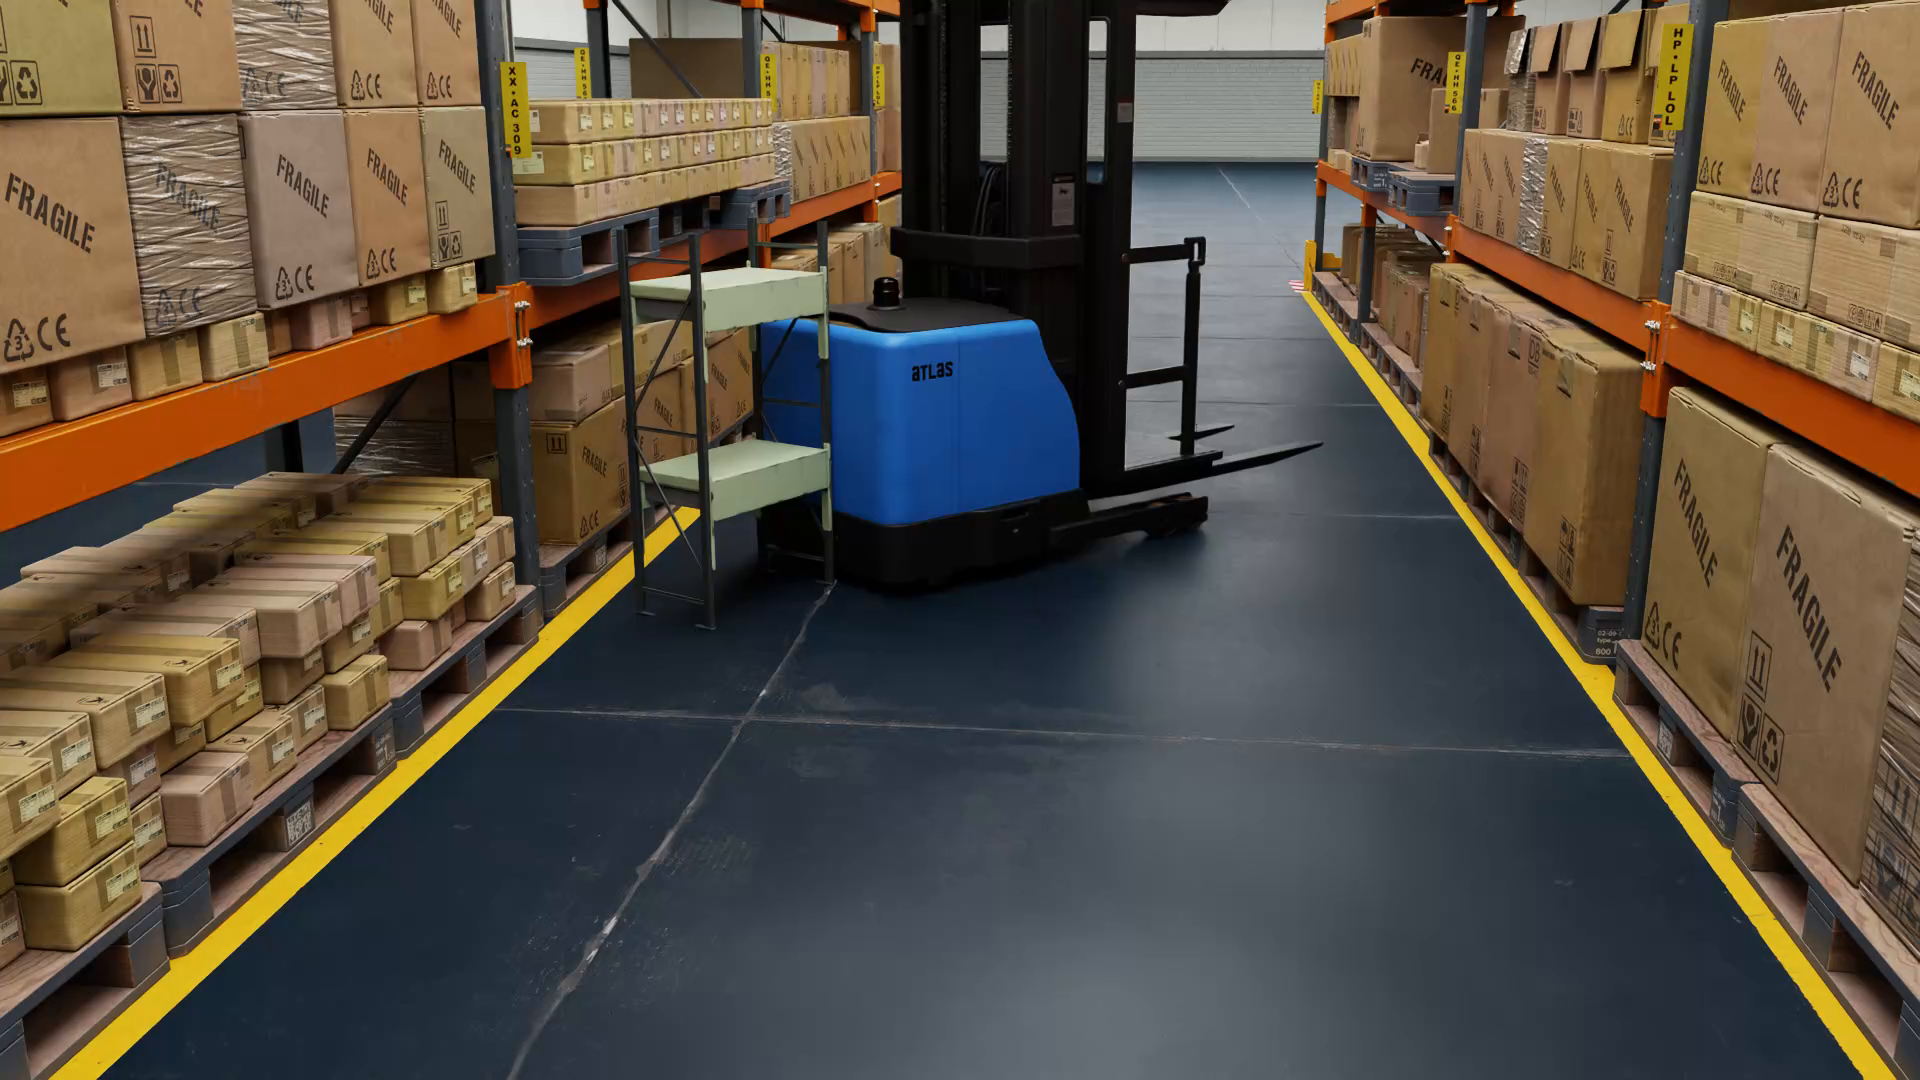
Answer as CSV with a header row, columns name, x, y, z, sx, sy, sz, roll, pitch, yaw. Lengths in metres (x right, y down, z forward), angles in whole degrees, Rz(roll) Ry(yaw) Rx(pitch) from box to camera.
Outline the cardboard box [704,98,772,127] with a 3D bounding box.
name,x,y,z,sx,sy,sz,roll,pitch,yaw
cardboard box,-1.254,-2.375,9.234,0.380,0.149,0.250,1,15,4

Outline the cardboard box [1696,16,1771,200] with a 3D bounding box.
name,x,y,z,sx,sy,sz,roll,pitch,yaw
cardboard box,2.503,-1.253,4.831,0.500,0.500,0.500,2,15,6

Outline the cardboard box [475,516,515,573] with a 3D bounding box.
name,x,y,z,sx,sy,sz,roll,pitch,yaw
cardboard box,-1.825,0.012,5.959,0.380,0.149,0.250,2,15,7

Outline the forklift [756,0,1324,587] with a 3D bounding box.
name,x,y,z,sx,sy,sz,roll,pitch,yaw
forklift,0.538,-1.519,7.664,3.031,2.935,1.130,-13,20,-39

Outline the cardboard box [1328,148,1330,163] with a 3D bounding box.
name,x,y,z,sx,sy,sz,roll,pitch,yaw
cardboard box,3.849,-3.797,16.438,0.380,0.149,0.250,2,15,6

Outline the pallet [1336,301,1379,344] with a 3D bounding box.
name,x,y,z,sx,sy,sz,roll,pitch,yaw
pallet,3.755,-1.841,14.065,1.003,0.211,1.213,2,15,6

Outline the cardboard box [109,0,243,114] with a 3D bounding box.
name,x,y,z,sx,sy,sz,roll,pitch,yaw
cardboard box,-2.057,-1.252,3.870,0.500,0.500,0.500,1,15,4

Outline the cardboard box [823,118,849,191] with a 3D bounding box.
name,x,y,z,sx,sy,sz,roll,pitch,yaw
cardboard box,-1.110,-2.827,12.178,0.500,0.500,0.500,2,15,7

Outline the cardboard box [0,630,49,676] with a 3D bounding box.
name,x,y,z,sx,sy,sz,roll,pitch,yaw
cardboard box,-2.554,0.334,4.198,0.380,0.149,0.250,1,15,4

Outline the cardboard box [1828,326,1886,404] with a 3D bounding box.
name,x,y,z,sx,sy,sz,roll,pitch,yaw
cardboard box,2.302,-0.412,3.922,0.380,0.149,0.250,2,15,7

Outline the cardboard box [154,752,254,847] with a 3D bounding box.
name,x,y,z,sx,sy,sz,roll,pitch,yaw
cardboard box,-2.024,0.646,4.182,0.380,0.149,0.250,1,15,4

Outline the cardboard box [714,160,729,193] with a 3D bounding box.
name,x,y,z,sx,sy,sz,roll,pitch,yaw
cardboard box,-1.372,-1.821,8.327,0.380,0.149,0.250,1,15,4

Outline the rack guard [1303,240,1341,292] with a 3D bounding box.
name,x,y,z,sx,sy,sz,roll,pitch,yaw
rack guard,4.157,-2.823,17.143,1.175,0.500,0.348,2,15,6

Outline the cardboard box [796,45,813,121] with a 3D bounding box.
name,x,y,z,sx,sy,sz,roll,pitch,yaw
cardboard box,-1.425,-3.190,11.608,0.700,0.500,0.500,2,15,6

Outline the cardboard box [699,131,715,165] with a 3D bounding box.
name,x,y,z,sx,sy,sz,roll,pitch,yaw
cardboard box,-1.401,-1.895,8.032,0.380,0.149,0.250,2,15,8

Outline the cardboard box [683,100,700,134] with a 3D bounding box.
name,x,y,z,sx,sy,sz,roll,pitch,yaw
cardboard box,-1.432,-1.972,7.744,0.380,0.149,0.250,2,15,8

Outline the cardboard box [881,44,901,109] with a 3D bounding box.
name,x,y,z,sx,sy,sz,roll,pitch,yaw
cardboard box,-0.983,-4.154,14.923,0.875,0.550,0.550,2,15,6

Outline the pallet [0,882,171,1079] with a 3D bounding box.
name,x,y,z,sx,sy,sz,roll,pitch,yaw
pallet,-2.422,1.045,3.393,1.003,0.211,1.213,2,15,6

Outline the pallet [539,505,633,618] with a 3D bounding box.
name,x,y,z,sx,sy,sz,roll,pitch,yaw
pallet,-2.019,0.035,7.128,1.003,0.211,1.213,2,15,6

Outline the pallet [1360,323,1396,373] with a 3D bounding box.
name,x,y,z,sx,sy,sz,roll,pitch,yaw
pallet,3.628,-1.464,12.670,1.003,0.211,1.213,2,15,6

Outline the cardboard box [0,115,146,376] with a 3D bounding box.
name,x,y,z,sx,sy,sz,roll,pitch,yaw
cardboard box,-2.129,-0.638,3.514,0.500,0.500,0.500,2,15,7

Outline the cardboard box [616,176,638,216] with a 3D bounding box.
name,x,y,z,sx,sy,sz,roll,pitch,yaw
cardboard box,-1.547,-1.416,6.829,0.380,0.149,0.250,2,15,7

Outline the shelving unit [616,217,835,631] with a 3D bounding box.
name,x,y,z,sx,sy,sz,roll,pitch,yaw
shelving unit,-0.903,-0.485,6.581,0.431,1.500,0.755,10,18,33

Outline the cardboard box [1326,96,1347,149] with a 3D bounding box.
name,x,y,z,sx,sy,sz,roll,pitch,yaw
cardboard box,4.076,-4.099,16.313,0.875,0.500,0.500,2,15,6

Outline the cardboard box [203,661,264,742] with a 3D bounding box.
name,x,y,z,sx,sy,sz,roll,pitch,yaw
cardboard box,-2.114,0.418,4.456,0.380,0.149,0.250,2,15,9

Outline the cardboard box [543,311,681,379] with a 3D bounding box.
name,x,y,z,sx,sy,sz,roll,pitch,yaw
cardboard box,-1.640,-0.921,7.870,0.500,0.250,0.500,2,15,8

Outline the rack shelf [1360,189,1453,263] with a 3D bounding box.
name,x,y,z,sx,sy,sz,roll,pitch,yaw
rack shelf,3.488,-2.146,11.229,1.077,0.370,4.000,2,15,6

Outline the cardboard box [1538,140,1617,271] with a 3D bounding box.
name,x,y,z,sx,sy,sz,roll,pitch,yaw
cardboard box,2.707,-1.378,6.821,0.500,0.500,0.500,2,15,6

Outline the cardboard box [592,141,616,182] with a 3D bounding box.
name,x,y,z,sx,sy,sz,roll,pitch,yaw
cardboard box,-1.577,-1.490,6.533,0.380,0.149,0.250,1,15,5

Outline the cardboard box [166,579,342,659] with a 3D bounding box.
name,x,y,z,sx,sy,sz,roll,pitch,yaw
cardboard box,-1.961,0.218,4.628,0.380,0.149,0.250,1,15,4

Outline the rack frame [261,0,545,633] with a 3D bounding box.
name,x,y,z,sx,sy,sz,roll,pitch,yaw
rack frame,-2.106,-1.109,6.017,1.000,3.000,0.127,2,15,6

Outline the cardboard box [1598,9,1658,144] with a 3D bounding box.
name,x,y,z,sx,sy,sz,roll,pitch,yaw
cardboard box,2.964,-1.813,6.506,0.797,0.503,0.637,2,15,7

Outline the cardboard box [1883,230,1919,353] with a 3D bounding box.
name,x,y,z,sx,sy,sz,roll,pitch,yaw
cardboard box,2.321,-0.503,3.492,0.500,0.250,0.500,2,15,6

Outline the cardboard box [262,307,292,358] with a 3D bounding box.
name,x,y,z,sx,sy,sz,roll,pitch,yaw
cardboard box,-2.052,-0.567,4.495,0.380,0.149,0.250,1,15,5

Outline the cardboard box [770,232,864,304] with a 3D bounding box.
name,x,y,z,sx,sy,sz,roll,pitch,yaw
cardboard box,-1.296,-1.887,12.399,1.050,0.750,0.750,2,15,6

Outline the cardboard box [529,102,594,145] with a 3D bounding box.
name,x,y,z,sx,sy,sz,roll,pitch,yaw
cardboard box,-1.604,-1.566,6.245,0.380,0.149,0.250,2,15,9

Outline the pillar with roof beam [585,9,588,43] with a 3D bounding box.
name,x,y,z,sx,sy,sz,roll,pitch,yaw
pillar with roof beam,-4.602,-13.326,39.705,9.100,9.000,0.400,2,15,6

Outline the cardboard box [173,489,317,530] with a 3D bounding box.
name,x,y,z,sx,sy,sz,roll,pitch,yaw
cardboard box,-2.440,-0.070,5.691,0.380,0.149,0.250,2,15,9

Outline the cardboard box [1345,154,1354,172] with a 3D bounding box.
name,x,y,z,sx,sy,sz,roll,pitch,yaw
cardboard box,3.630,-3.343,14.761,0.380,0.149,0.250,2,15,6

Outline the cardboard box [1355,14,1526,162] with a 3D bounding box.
name,x,y,z,sx,sy,sz,roll,pitch,yaw
cardboard box,3.485,-3.302,12.173,1.000,1.000,1.000,2,15,7

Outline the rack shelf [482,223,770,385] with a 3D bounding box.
name,x,y,z,sx,sy,sz,roll,pitch,yaw
rack shelf,-1.880,-1.281,8.029,1.077,0.370,4.000,2,15,6

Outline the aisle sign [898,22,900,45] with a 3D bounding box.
name,x,y,z,sx,sy,sz,roll,pitch,yaw
aisle sign,-0.446,-5.486,17.223,0.394,0.787,0.004,2,15,6

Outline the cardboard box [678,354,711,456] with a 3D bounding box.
name,x,y,z,sx,sy,sz,roll,pitch,yaw
cardboard box,-1.575,-0.692,8.459,0.500,0.500,0.500,1,15,4

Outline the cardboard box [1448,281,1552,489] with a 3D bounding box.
name,x,y,z,sx,sy,sz,roll,pitch,yaw
cardboard box,3.056,-0.742,7.925,1.225,0.875,0.875,2,15,6

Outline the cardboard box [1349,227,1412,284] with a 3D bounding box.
name,x,y,z,sx,sy,sz,roll,pitch,yaw
cardboard box,4.045,-2.728,15.987,0.500,0.500,0.500,6,16,21

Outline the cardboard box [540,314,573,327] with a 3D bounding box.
name,x,y,z,sx,sy,sz,roll,pitch,yaw
cardboard box,-2.156,-0.938,7.933,0.500,0.250,0.500,1,15,4

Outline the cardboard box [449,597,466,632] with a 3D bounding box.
name,x,y,z,sx,sy,sz,roll,pitch,yaw
cardboard box,-1.924,0.241,5.681,0.380,0.149,0.250,2,15,8

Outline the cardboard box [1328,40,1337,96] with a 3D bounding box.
name,x,y,z,sx,sy,sz,roll,pitch,yaw
cardboard box,3.769,-4.460,15.731,0.500,0.500,0.500,2,15,6
